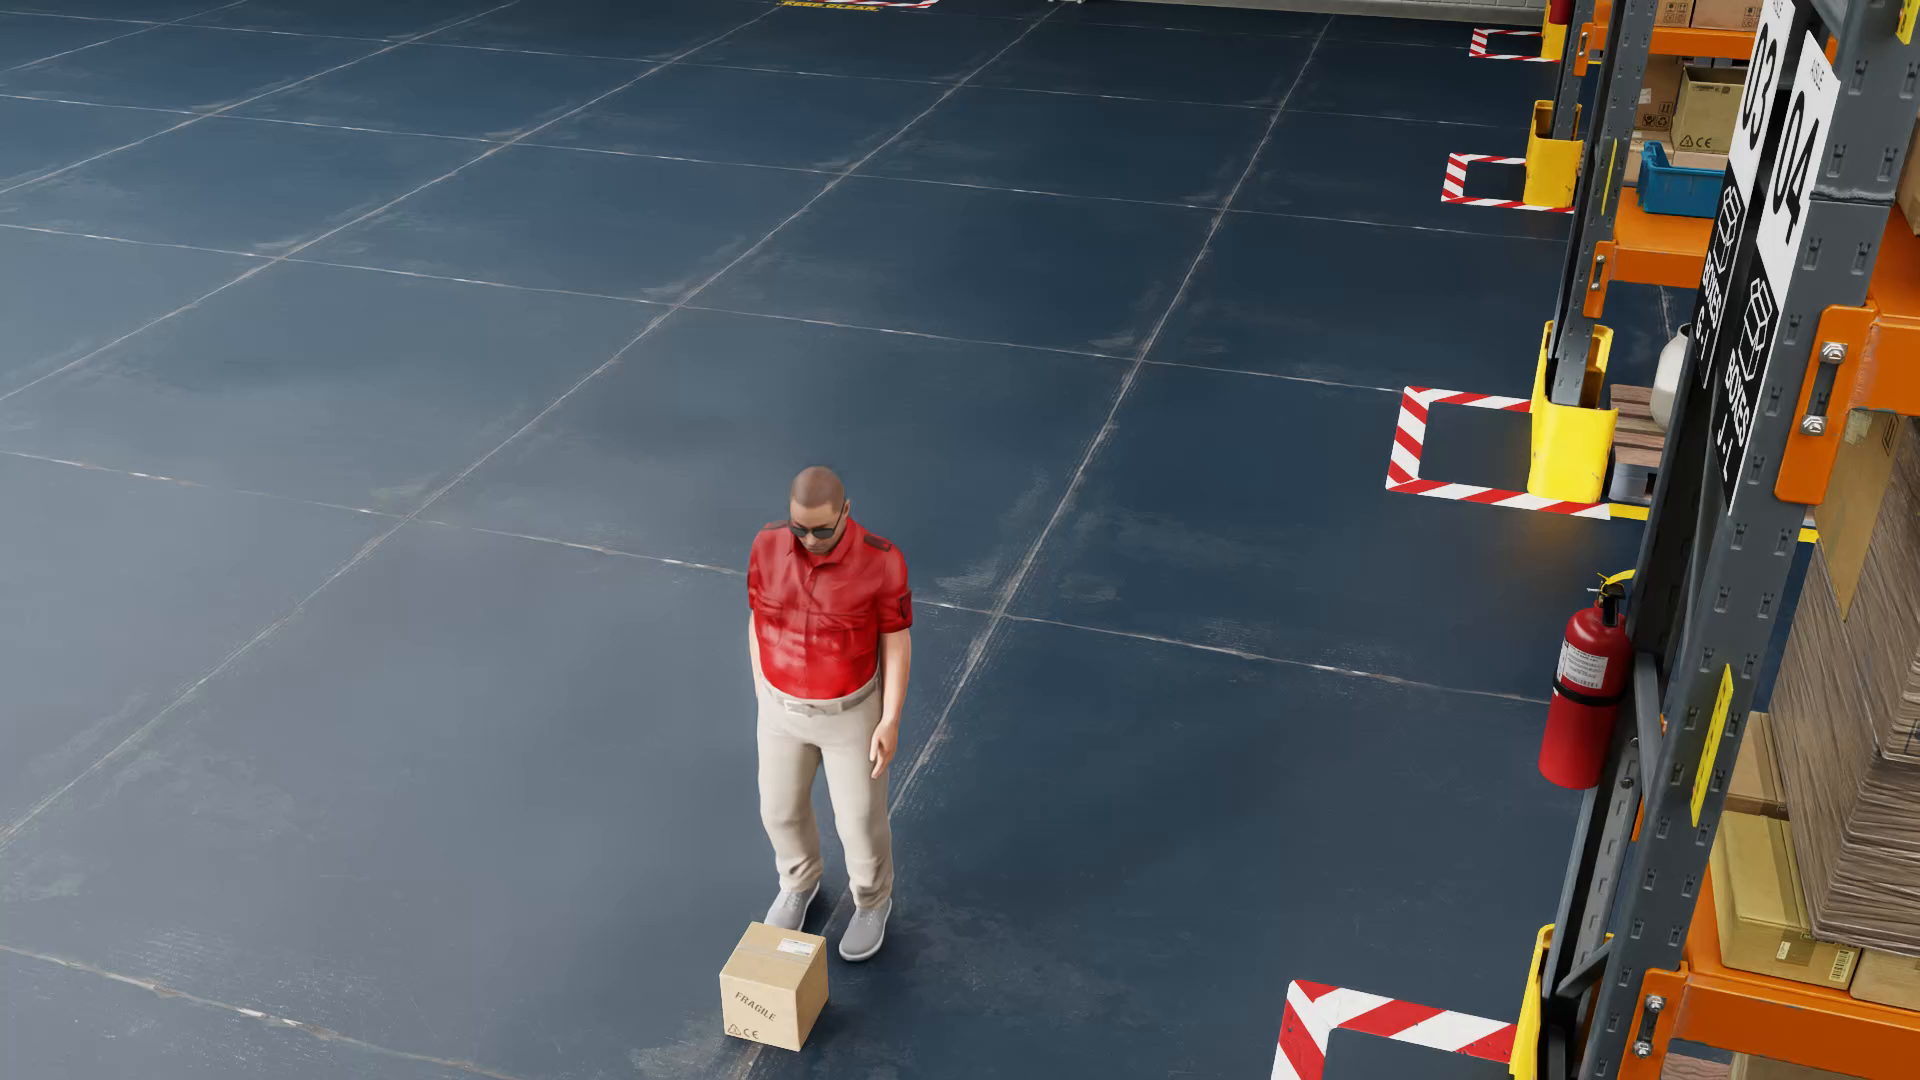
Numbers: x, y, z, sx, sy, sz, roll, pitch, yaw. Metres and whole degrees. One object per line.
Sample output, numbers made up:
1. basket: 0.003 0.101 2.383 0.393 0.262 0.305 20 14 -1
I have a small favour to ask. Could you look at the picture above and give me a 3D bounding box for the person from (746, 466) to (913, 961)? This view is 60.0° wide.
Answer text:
1. person: -0.410 0.541 5.190 0.534 1.719 0.362 9 30 16
